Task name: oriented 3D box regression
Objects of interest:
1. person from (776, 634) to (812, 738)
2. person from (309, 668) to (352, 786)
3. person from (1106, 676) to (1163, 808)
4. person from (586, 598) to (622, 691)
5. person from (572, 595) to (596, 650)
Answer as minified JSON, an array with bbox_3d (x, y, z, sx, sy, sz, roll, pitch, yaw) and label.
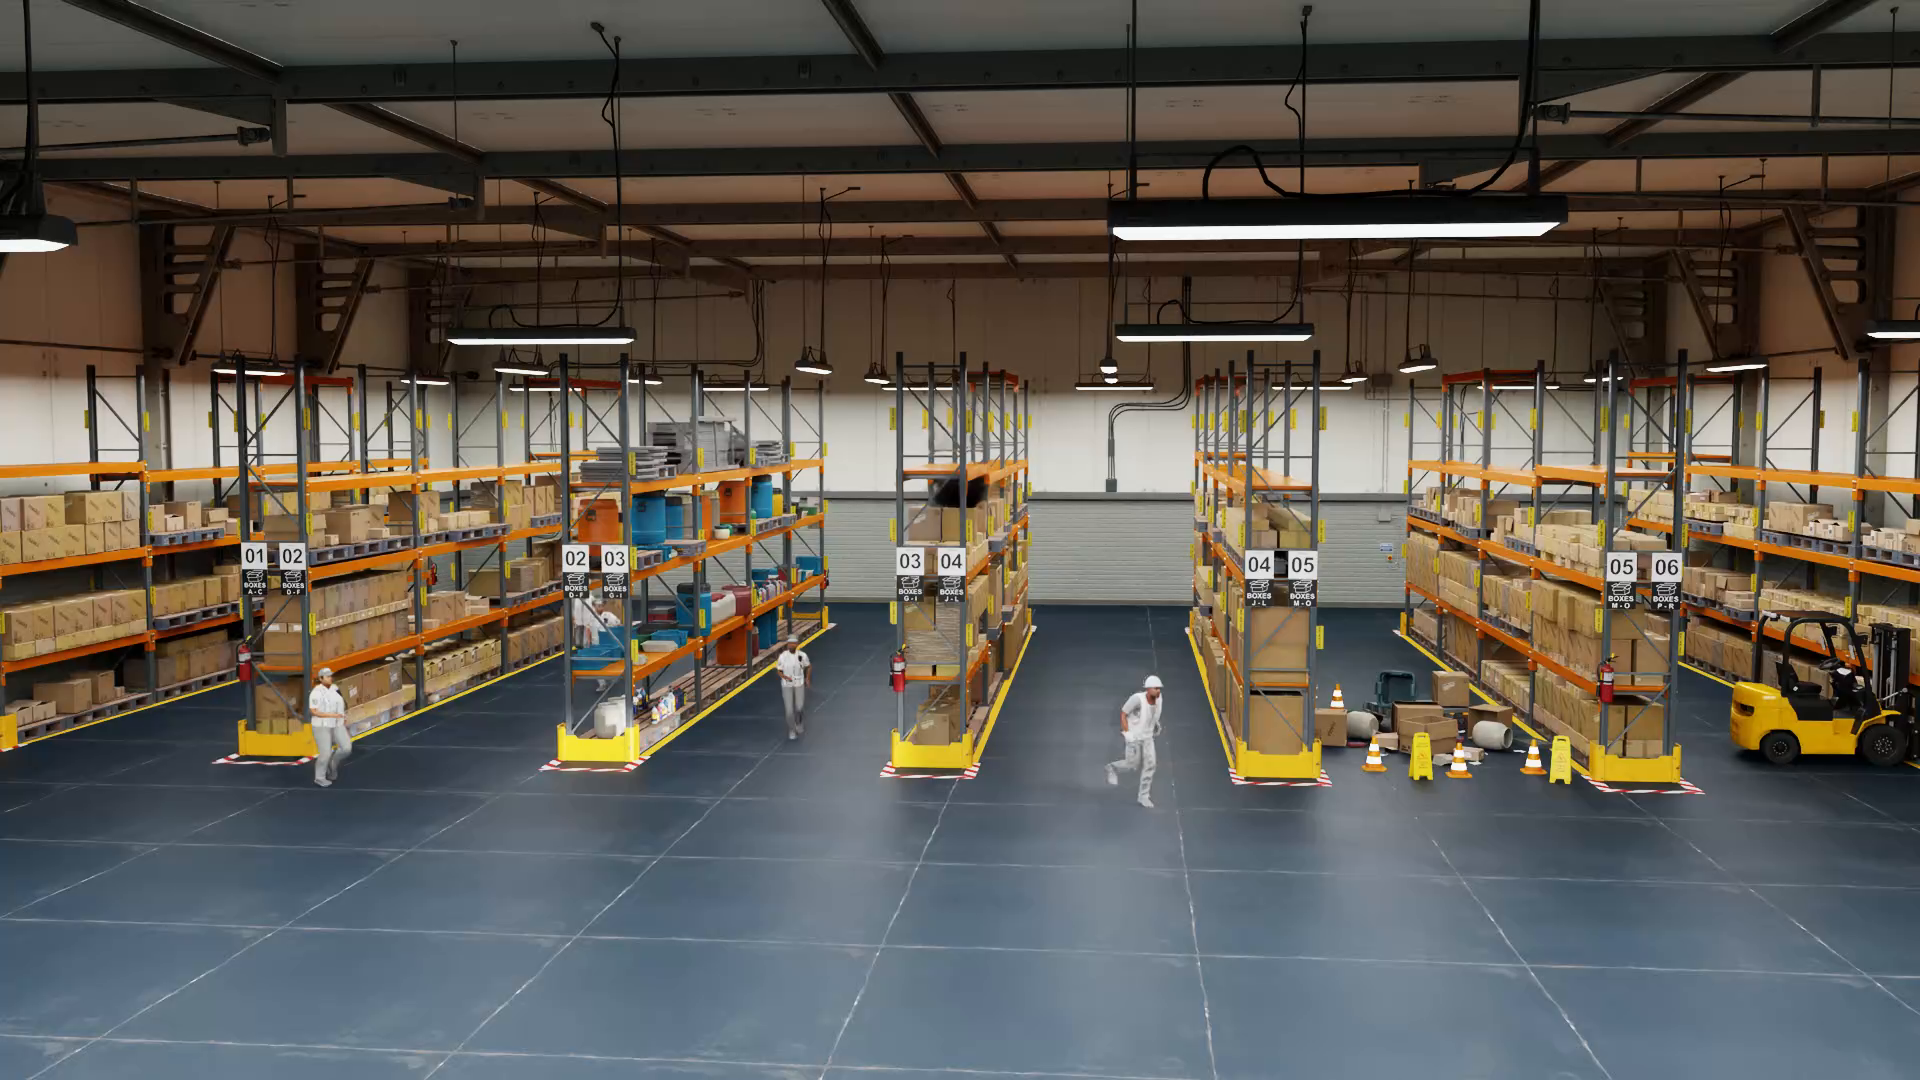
[{"bbox_3d":[-2.609,2.311,26.197,0.561,1.661,0.562,0,4,-7],"label":"person"},{"bbox_3d":[-8.635,2.562,22.837,0.577,1.629,0.592,2,5,30],"label":"person"},{"bbox_3d":[2.308,2.613,21.918,0.679,1.725,0.966,-4,6,-43],"label":"person"},{"bbox_3d":[-6.643,1.940,30.936,0.678,1.750,0.650,1,4,11],"label":"person"},{"bbox_3d":[-7.691,1.715,34.138,0.682,1.752,0.605,0,4,-2],"label":"person"}]
